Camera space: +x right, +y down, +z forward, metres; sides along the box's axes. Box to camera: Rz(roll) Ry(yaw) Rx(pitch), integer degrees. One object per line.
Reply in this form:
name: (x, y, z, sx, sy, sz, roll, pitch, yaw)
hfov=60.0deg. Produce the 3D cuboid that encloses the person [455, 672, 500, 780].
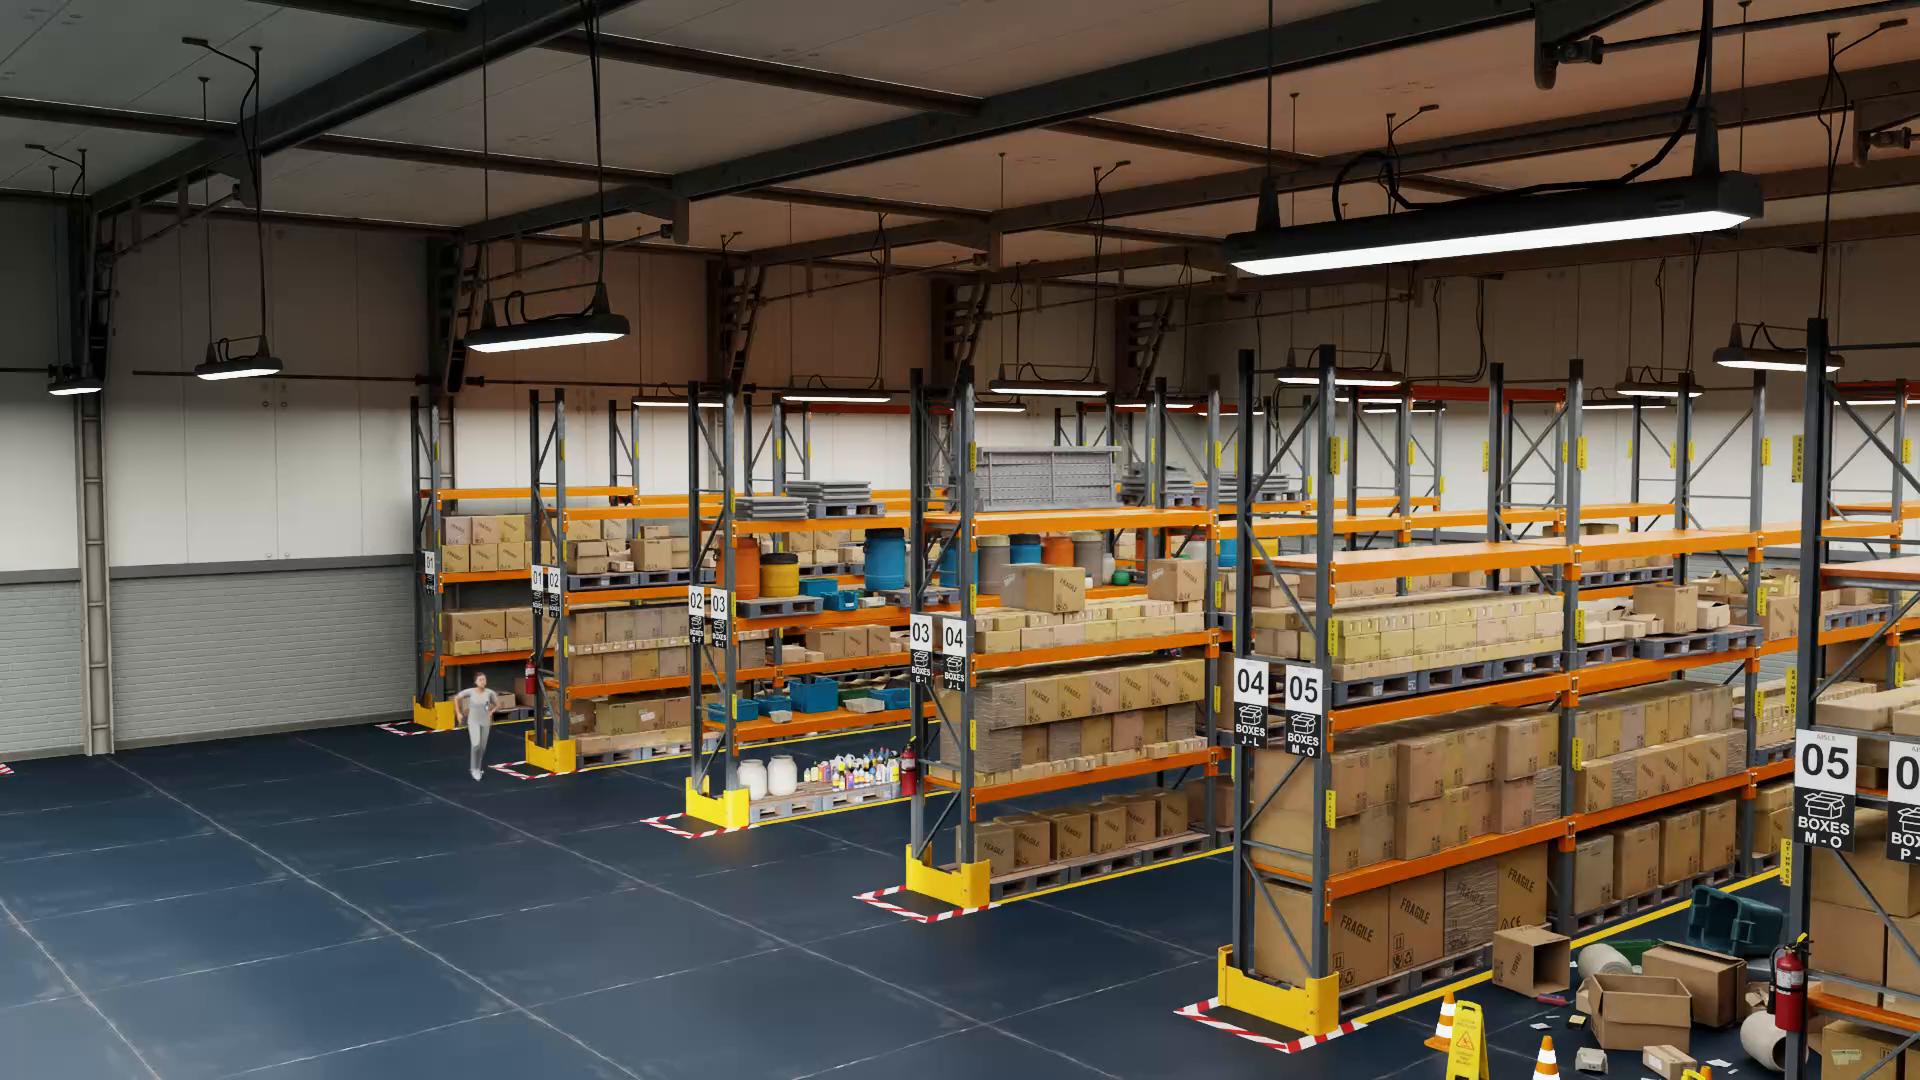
person: (-7.368, 2.831, 25.441, 0.648, 1.643, 0.712, -2, 4, -29)
